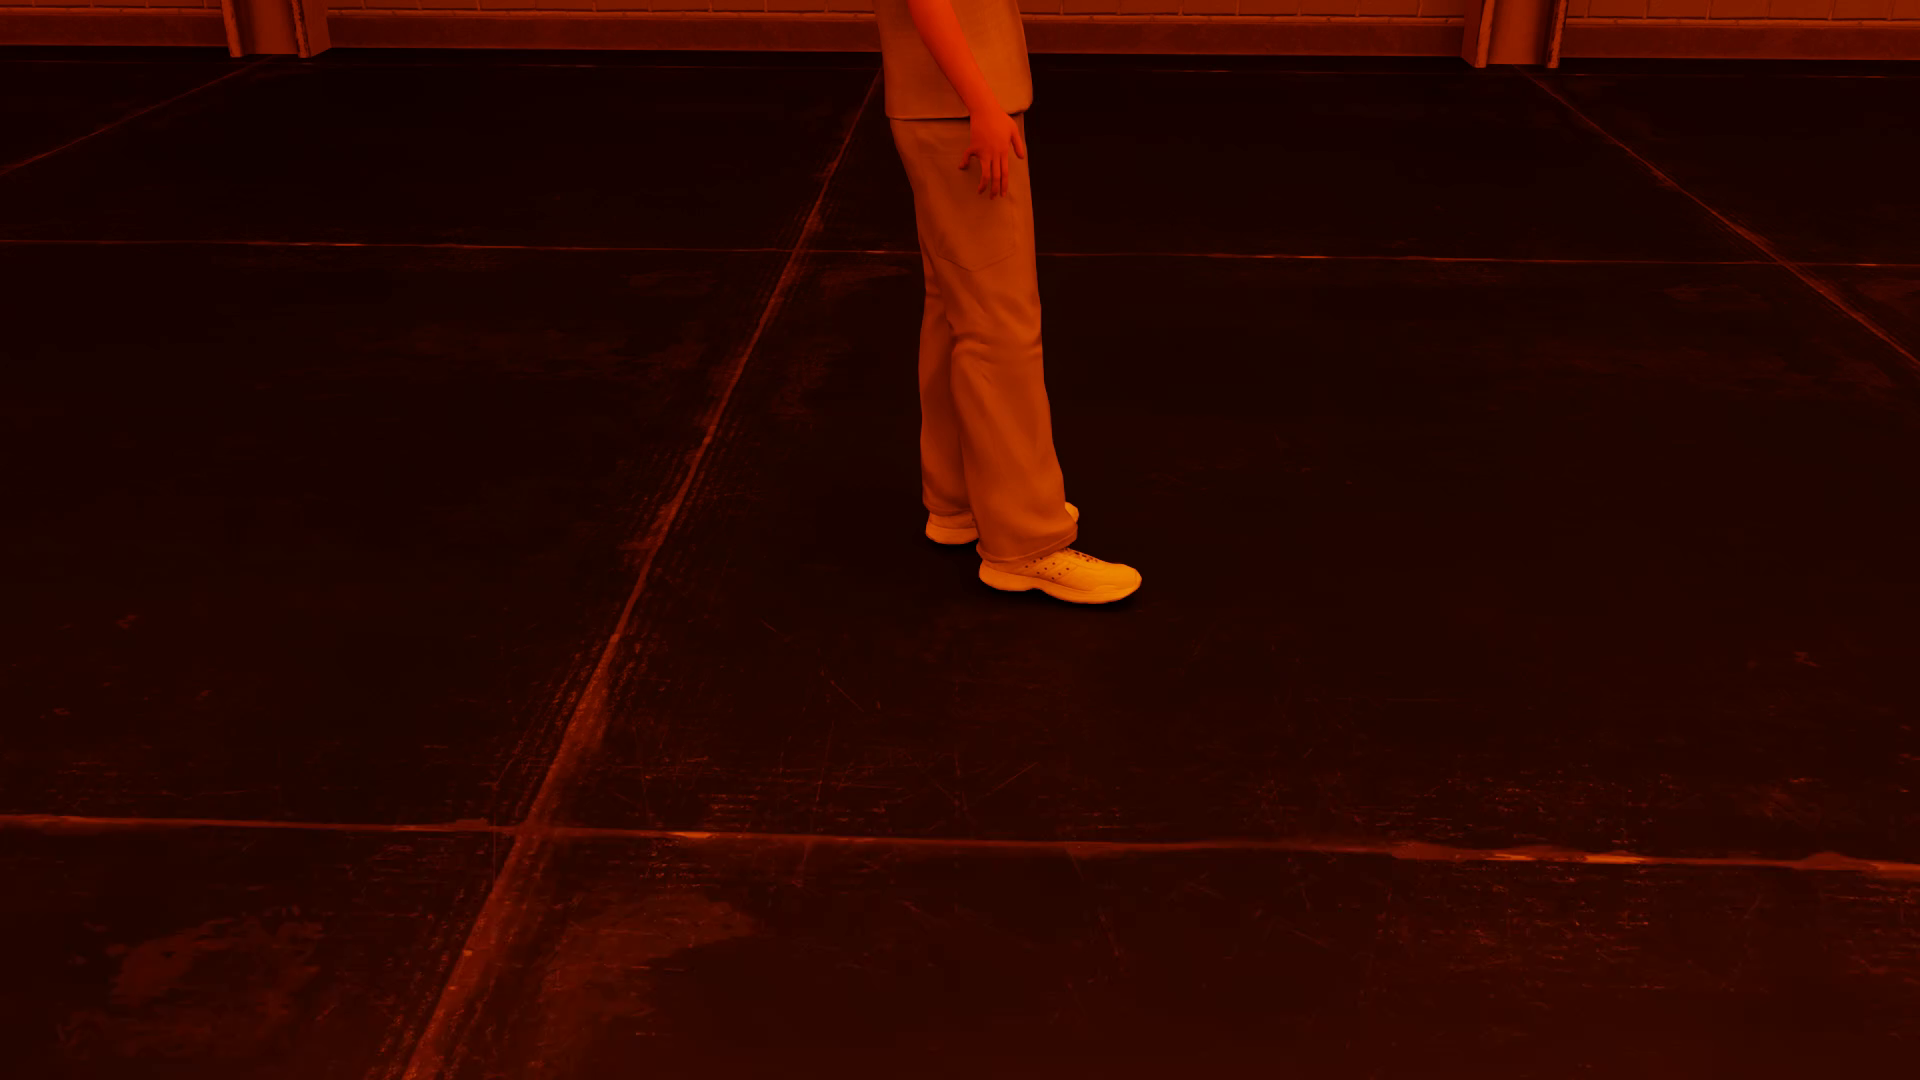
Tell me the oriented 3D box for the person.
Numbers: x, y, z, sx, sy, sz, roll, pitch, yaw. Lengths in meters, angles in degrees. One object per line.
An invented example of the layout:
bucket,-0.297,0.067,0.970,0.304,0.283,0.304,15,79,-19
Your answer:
person,0.073,-0.751,2.943,0.548,1.673,0.549,1,26,2
